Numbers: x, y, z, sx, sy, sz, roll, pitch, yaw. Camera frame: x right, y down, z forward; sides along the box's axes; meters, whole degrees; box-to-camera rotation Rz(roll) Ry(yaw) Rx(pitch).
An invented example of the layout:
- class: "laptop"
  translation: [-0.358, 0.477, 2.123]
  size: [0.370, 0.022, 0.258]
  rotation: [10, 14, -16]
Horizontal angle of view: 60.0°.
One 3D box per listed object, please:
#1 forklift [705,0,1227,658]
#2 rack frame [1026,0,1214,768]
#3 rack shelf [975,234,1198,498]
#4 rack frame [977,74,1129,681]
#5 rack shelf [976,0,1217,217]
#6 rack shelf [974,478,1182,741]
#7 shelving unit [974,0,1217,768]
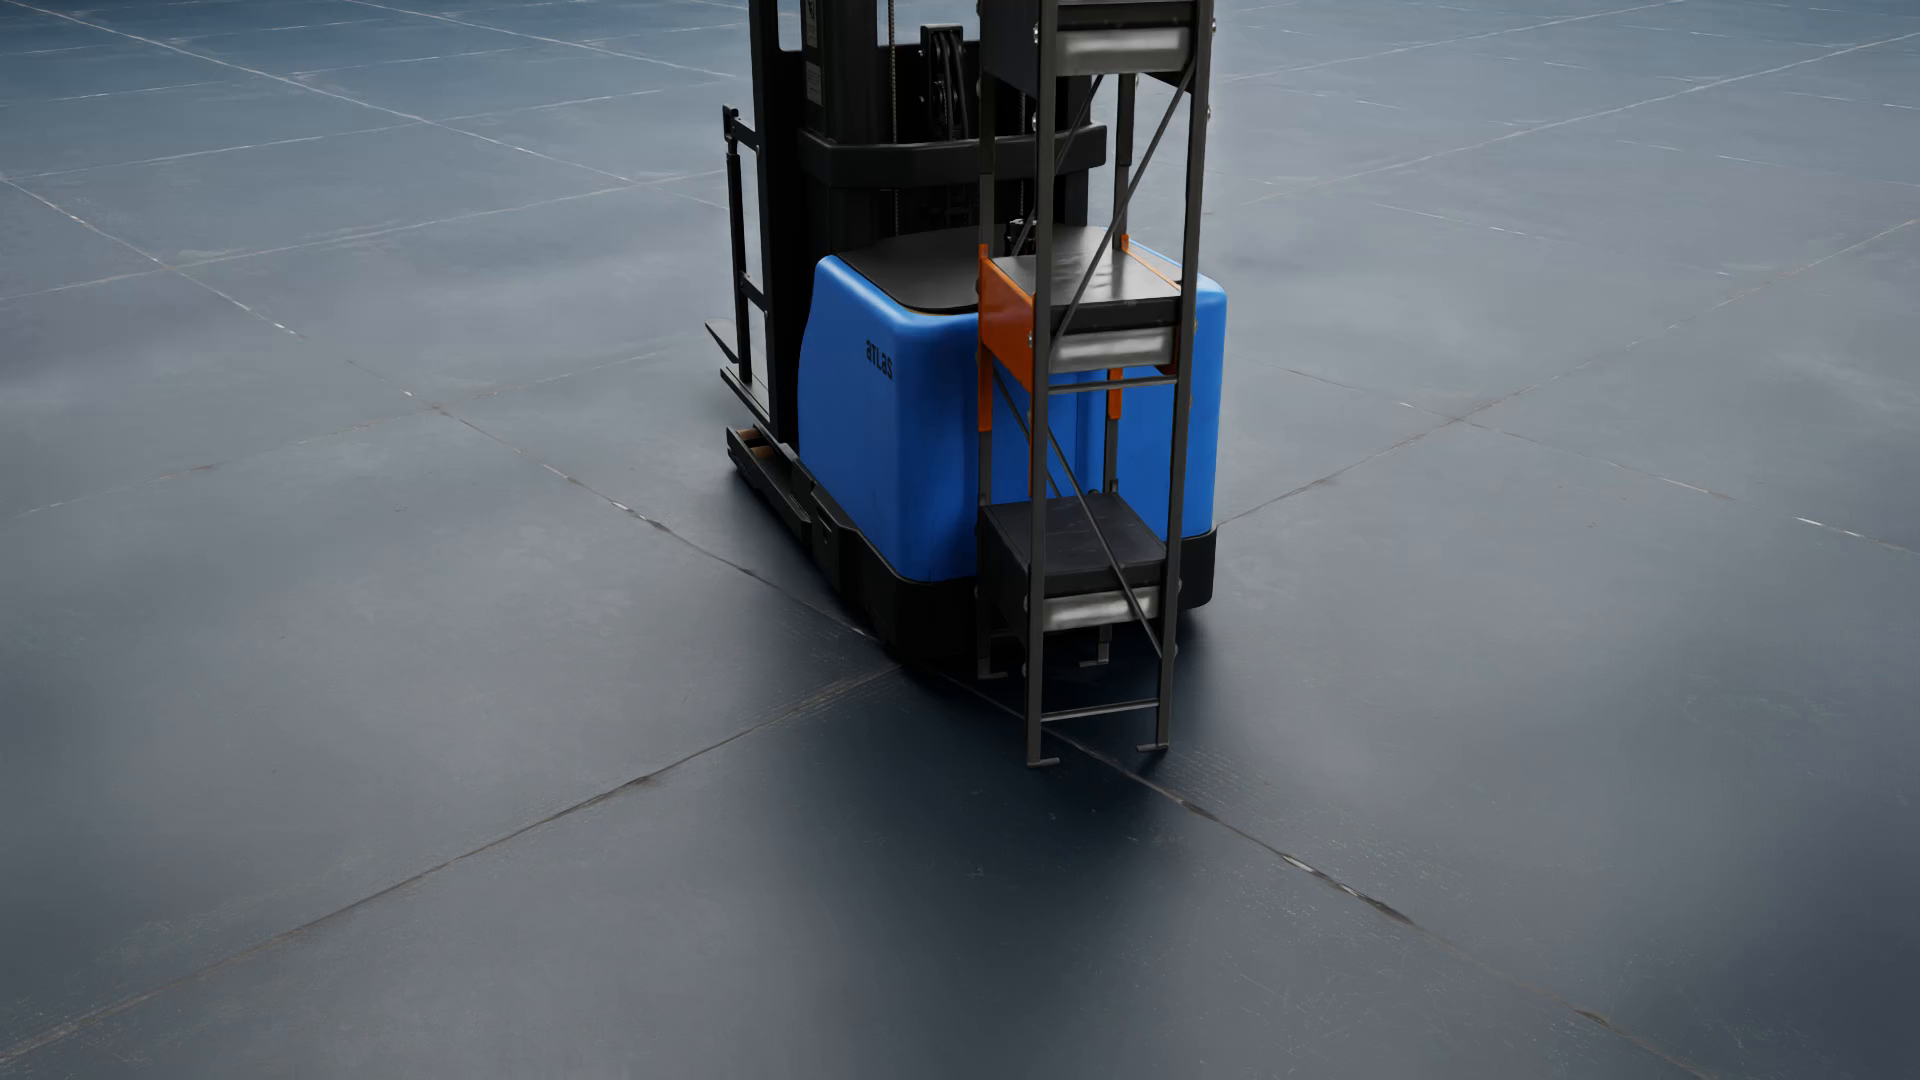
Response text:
- class: "forklift"
  translation: [-0.238, -1.575, 5.670]
  size: [1.130, 2.935, 3.031]
  rotation: [-10, 26, -20]
- class: "rack frame"
  translation: [0.371, -0.372, 4.036]
  size: [0.400, 2.100, 0.015]
  rotation: [-6, 25, -14]
- class: "rack shelf"
  translation: [0.308, -0.458, 4.257]
  size: [0.431, 0.518, 0.480]
  rotation: [-6, 25, -14]
- class: "rack frame"
  translation: [0.246, -0.568, 4.466]
  size: [0.400, 2.100, 0.015]
  rotation: [-6, 25, -14]
- class: "rack shelf"
  translation: [0.308, -1.095, 3.966]
  size: [0.431, 0.518, 0.480]
  rotation: [-6, 25, -14]
- class: "rack shelf"
  translation: [0.308, 0.179, 4.547]
  size: [0.431, 0.518, 0.480]
  rotation: [-6, 25, -14]
- class: "shelving unit"
  translation: [0.308, -0.470, 4.251]
  size: [0.431, 2.100, 0.503]
  rotation: [-6, 25, -14]
